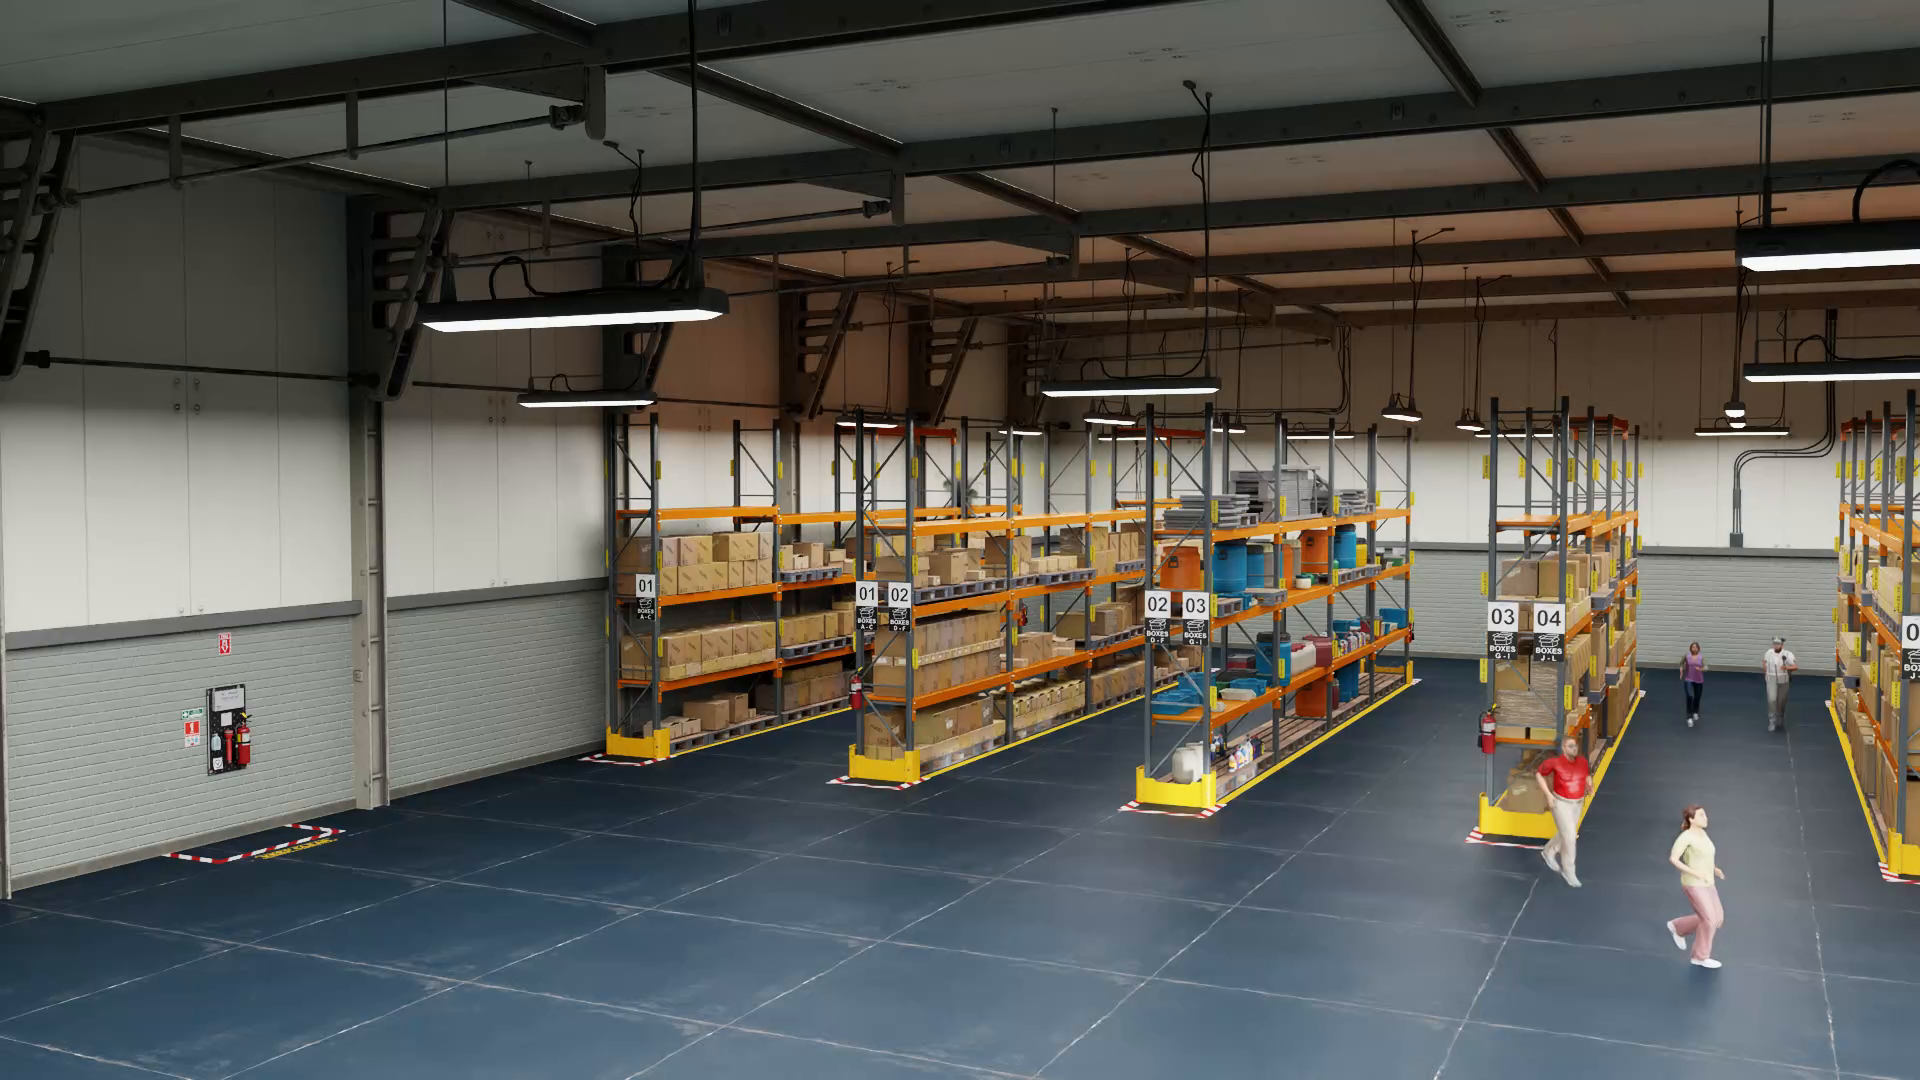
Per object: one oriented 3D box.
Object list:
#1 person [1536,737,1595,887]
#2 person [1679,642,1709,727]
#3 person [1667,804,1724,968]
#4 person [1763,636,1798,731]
[{"bbox_3d":[7.411,3.284,20.371,0.655,1.767,0.853,-1,3,-21],"label":"person"},{"bbox_3d":[14.424,2.812,32.701,0.518,1.631,0.783,1,3,18],"label":"person"},{"bbox_3d":[7.422,3.477,16.840,0.580,1.619,0.609,-2,3,-36],"label":"person"},{"bbox_3d":[15.866,2.767,32.191,0.637,1.820,0.896,1,3,30],"label":"person"}]
